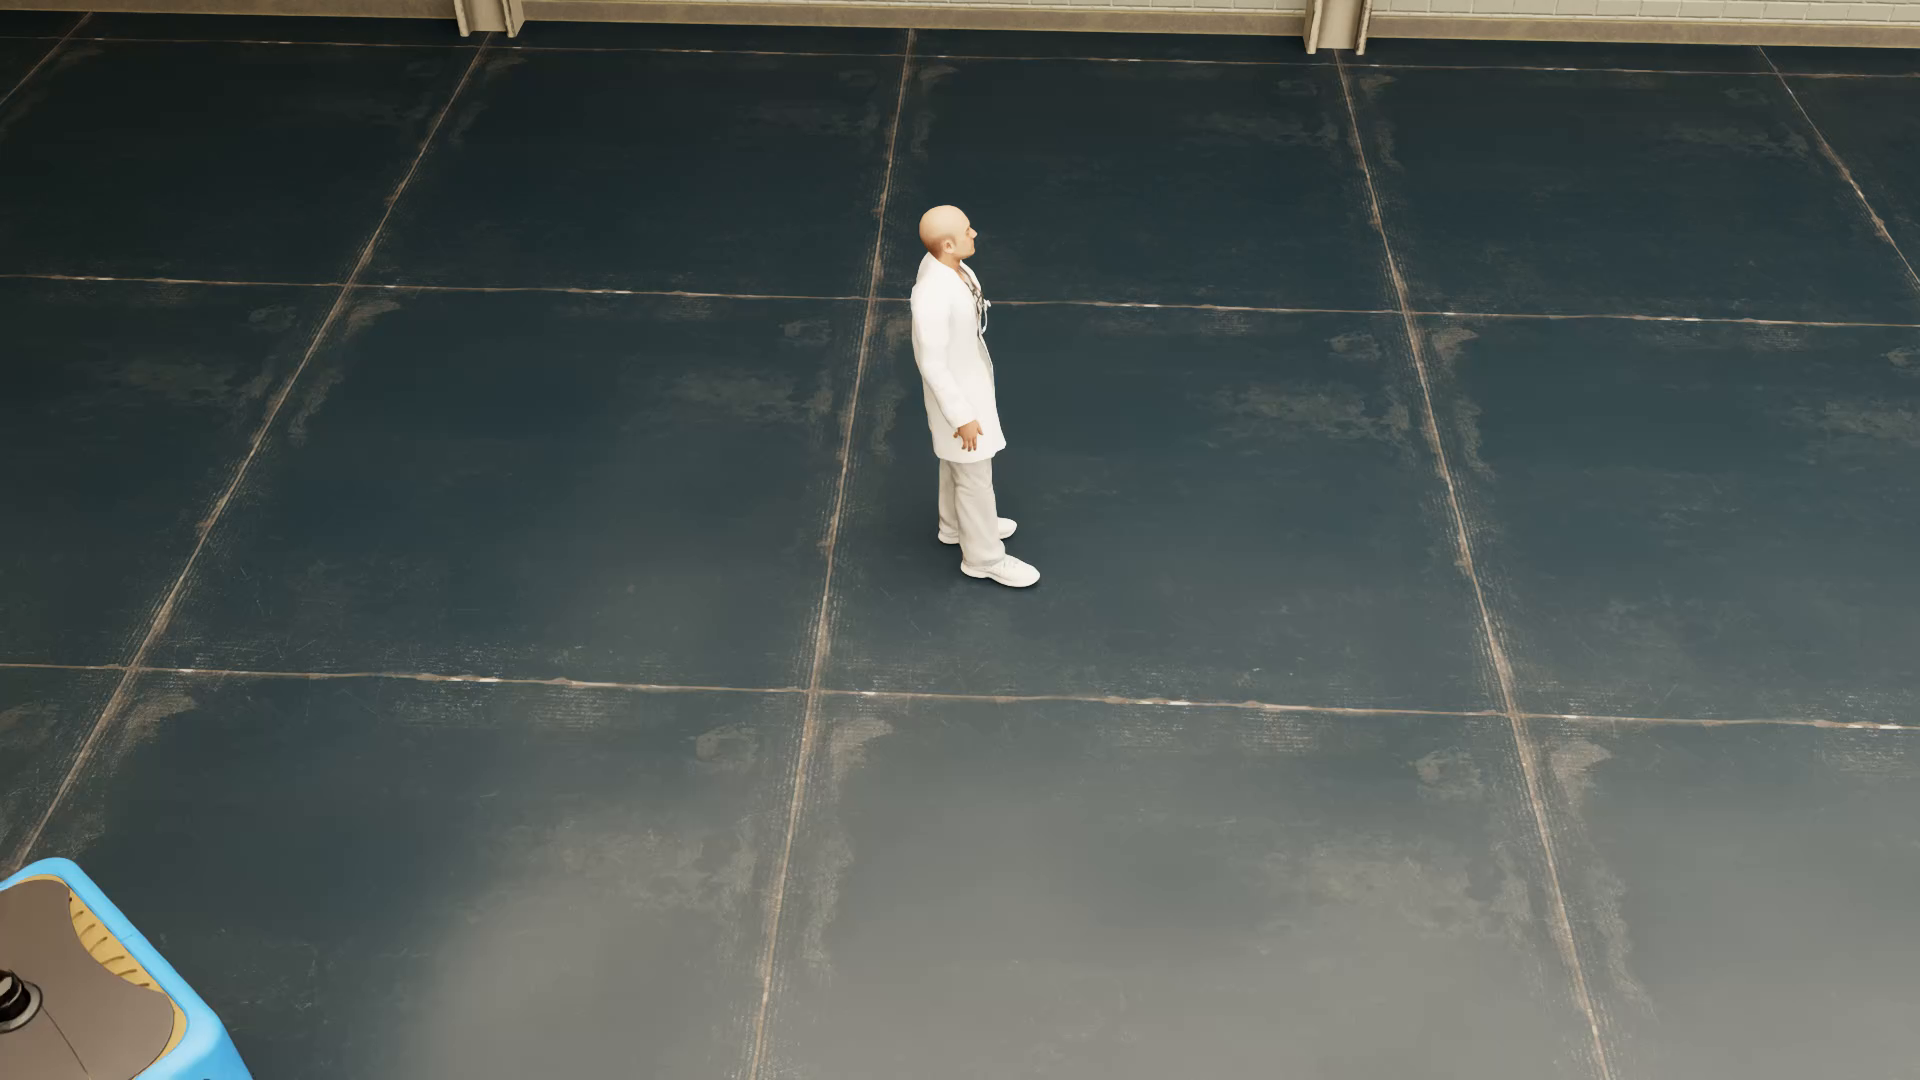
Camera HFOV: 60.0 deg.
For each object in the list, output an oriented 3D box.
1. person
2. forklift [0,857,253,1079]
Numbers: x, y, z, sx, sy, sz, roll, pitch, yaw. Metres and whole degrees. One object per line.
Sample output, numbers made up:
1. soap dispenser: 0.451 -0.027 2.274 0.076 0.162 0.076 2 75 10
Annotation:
1. person: 0.090 -0.656 7.305 0.581 1.776 0.696 2 42 2
2. forklift: -3.470 1.652 3.933 1.130 2.935 3.031 30 50 29
